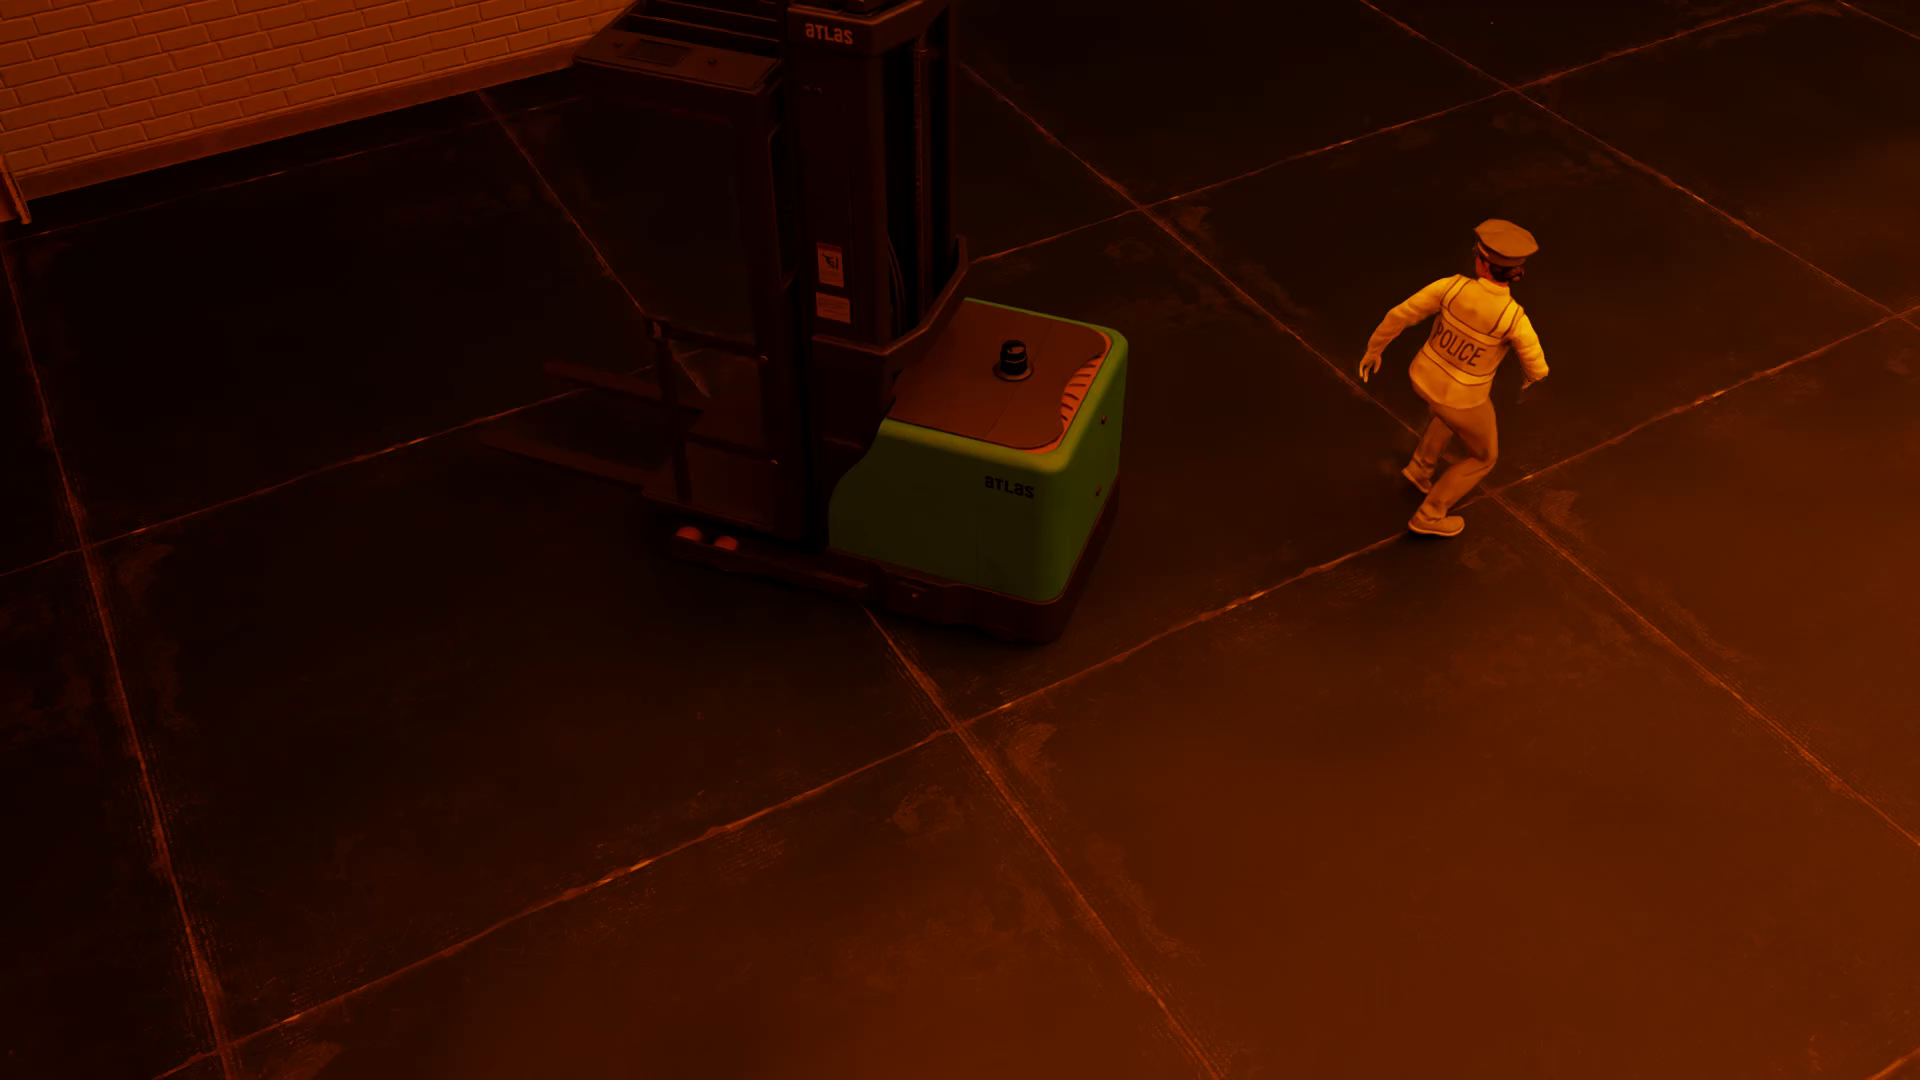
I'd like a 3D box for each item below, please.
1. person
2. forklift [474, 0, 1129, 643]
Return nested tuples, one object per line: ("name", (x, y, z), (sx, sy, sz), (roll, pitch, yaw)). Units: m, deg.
("person", (2.239, -0.696, 7.453), (0.671, 1.613, 0.654), (-22, 47, -22))
("forklift", (-0.821, -1.248, 7.044), (3.031, 2.935, 1.130), (14, 45, 15))
